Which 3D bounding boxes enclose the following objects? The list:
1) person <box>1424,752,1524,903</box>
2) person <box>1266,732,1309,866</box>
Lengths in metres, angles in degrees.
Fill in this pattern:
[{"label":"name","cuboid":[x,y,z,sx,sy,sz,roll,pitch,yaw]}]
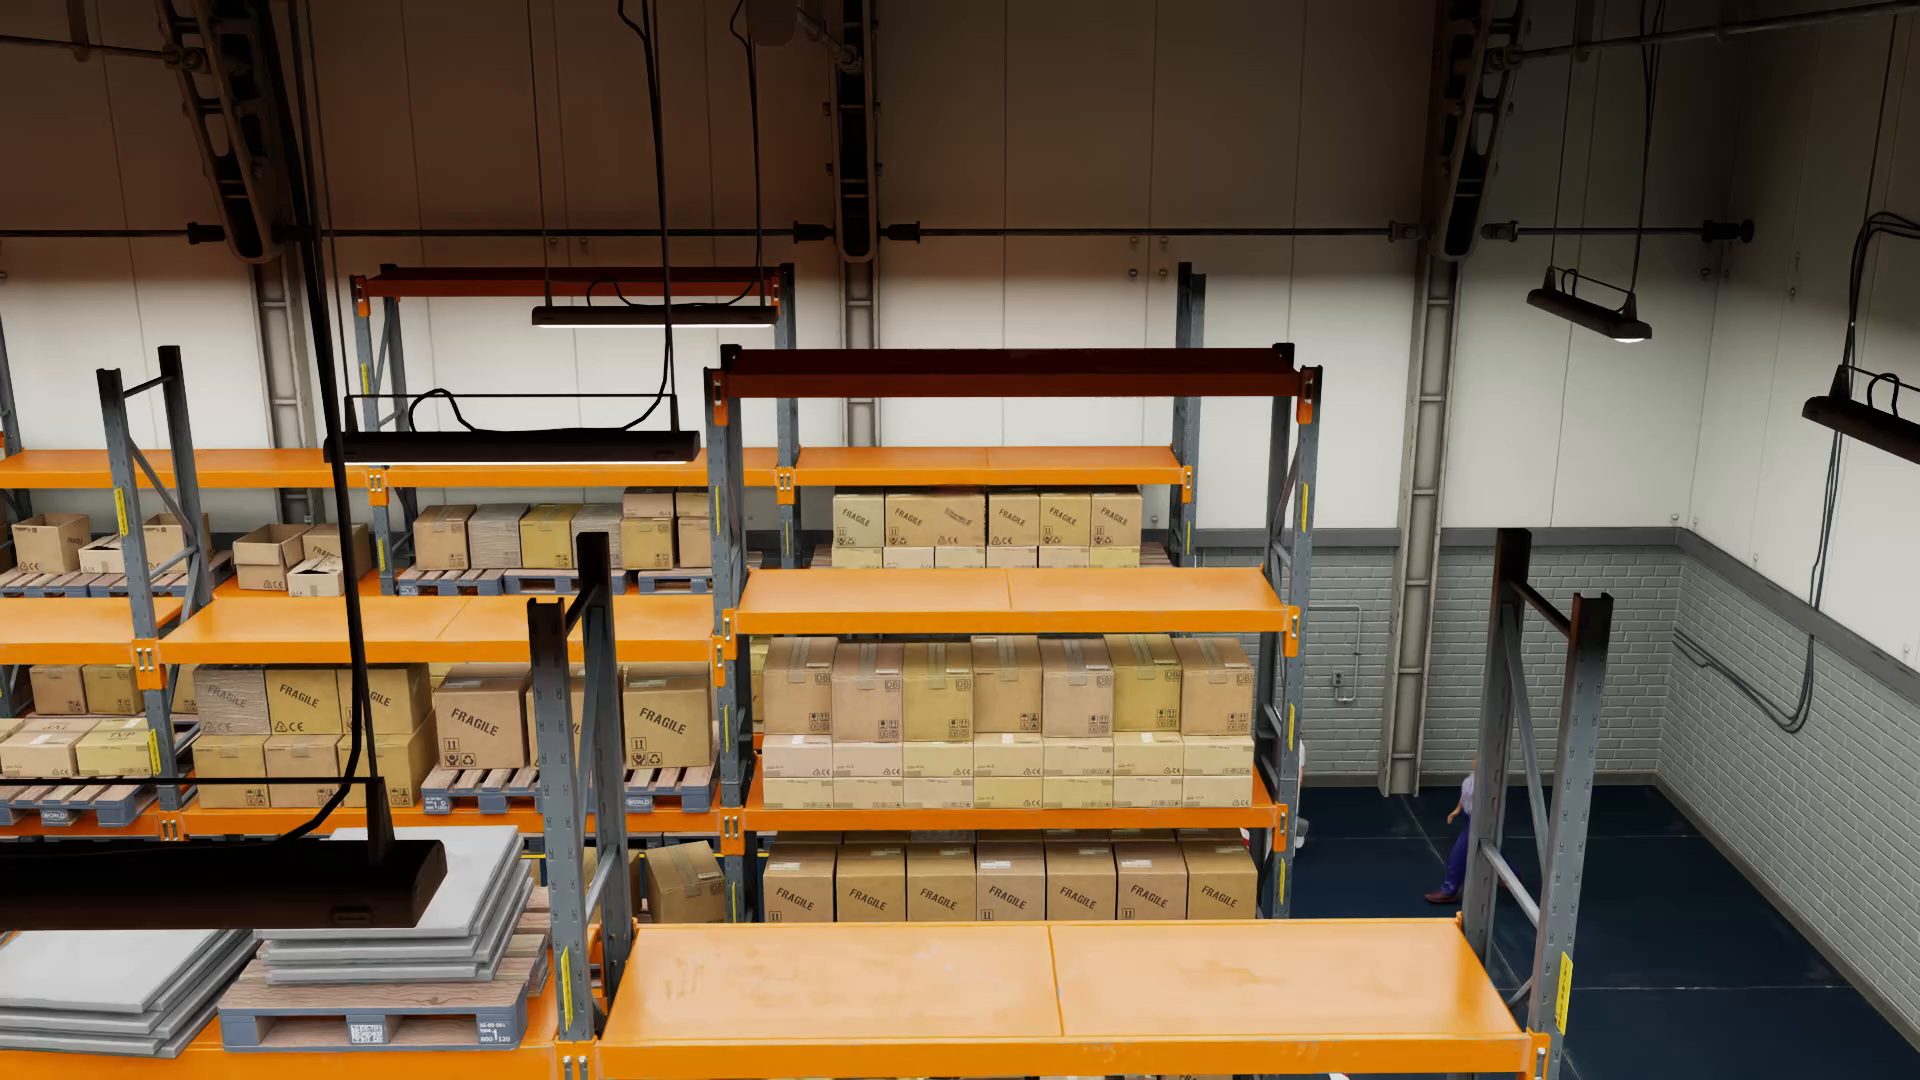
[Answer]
[{"label":"person","cuboid":[5.083,2.750,16.217,1.043,1.586,0.503,0,16,-1]},{"label":"person","cuboid":[3.334,2.521,16.949,0.436,1.638,0.818,12,20,36]}]
